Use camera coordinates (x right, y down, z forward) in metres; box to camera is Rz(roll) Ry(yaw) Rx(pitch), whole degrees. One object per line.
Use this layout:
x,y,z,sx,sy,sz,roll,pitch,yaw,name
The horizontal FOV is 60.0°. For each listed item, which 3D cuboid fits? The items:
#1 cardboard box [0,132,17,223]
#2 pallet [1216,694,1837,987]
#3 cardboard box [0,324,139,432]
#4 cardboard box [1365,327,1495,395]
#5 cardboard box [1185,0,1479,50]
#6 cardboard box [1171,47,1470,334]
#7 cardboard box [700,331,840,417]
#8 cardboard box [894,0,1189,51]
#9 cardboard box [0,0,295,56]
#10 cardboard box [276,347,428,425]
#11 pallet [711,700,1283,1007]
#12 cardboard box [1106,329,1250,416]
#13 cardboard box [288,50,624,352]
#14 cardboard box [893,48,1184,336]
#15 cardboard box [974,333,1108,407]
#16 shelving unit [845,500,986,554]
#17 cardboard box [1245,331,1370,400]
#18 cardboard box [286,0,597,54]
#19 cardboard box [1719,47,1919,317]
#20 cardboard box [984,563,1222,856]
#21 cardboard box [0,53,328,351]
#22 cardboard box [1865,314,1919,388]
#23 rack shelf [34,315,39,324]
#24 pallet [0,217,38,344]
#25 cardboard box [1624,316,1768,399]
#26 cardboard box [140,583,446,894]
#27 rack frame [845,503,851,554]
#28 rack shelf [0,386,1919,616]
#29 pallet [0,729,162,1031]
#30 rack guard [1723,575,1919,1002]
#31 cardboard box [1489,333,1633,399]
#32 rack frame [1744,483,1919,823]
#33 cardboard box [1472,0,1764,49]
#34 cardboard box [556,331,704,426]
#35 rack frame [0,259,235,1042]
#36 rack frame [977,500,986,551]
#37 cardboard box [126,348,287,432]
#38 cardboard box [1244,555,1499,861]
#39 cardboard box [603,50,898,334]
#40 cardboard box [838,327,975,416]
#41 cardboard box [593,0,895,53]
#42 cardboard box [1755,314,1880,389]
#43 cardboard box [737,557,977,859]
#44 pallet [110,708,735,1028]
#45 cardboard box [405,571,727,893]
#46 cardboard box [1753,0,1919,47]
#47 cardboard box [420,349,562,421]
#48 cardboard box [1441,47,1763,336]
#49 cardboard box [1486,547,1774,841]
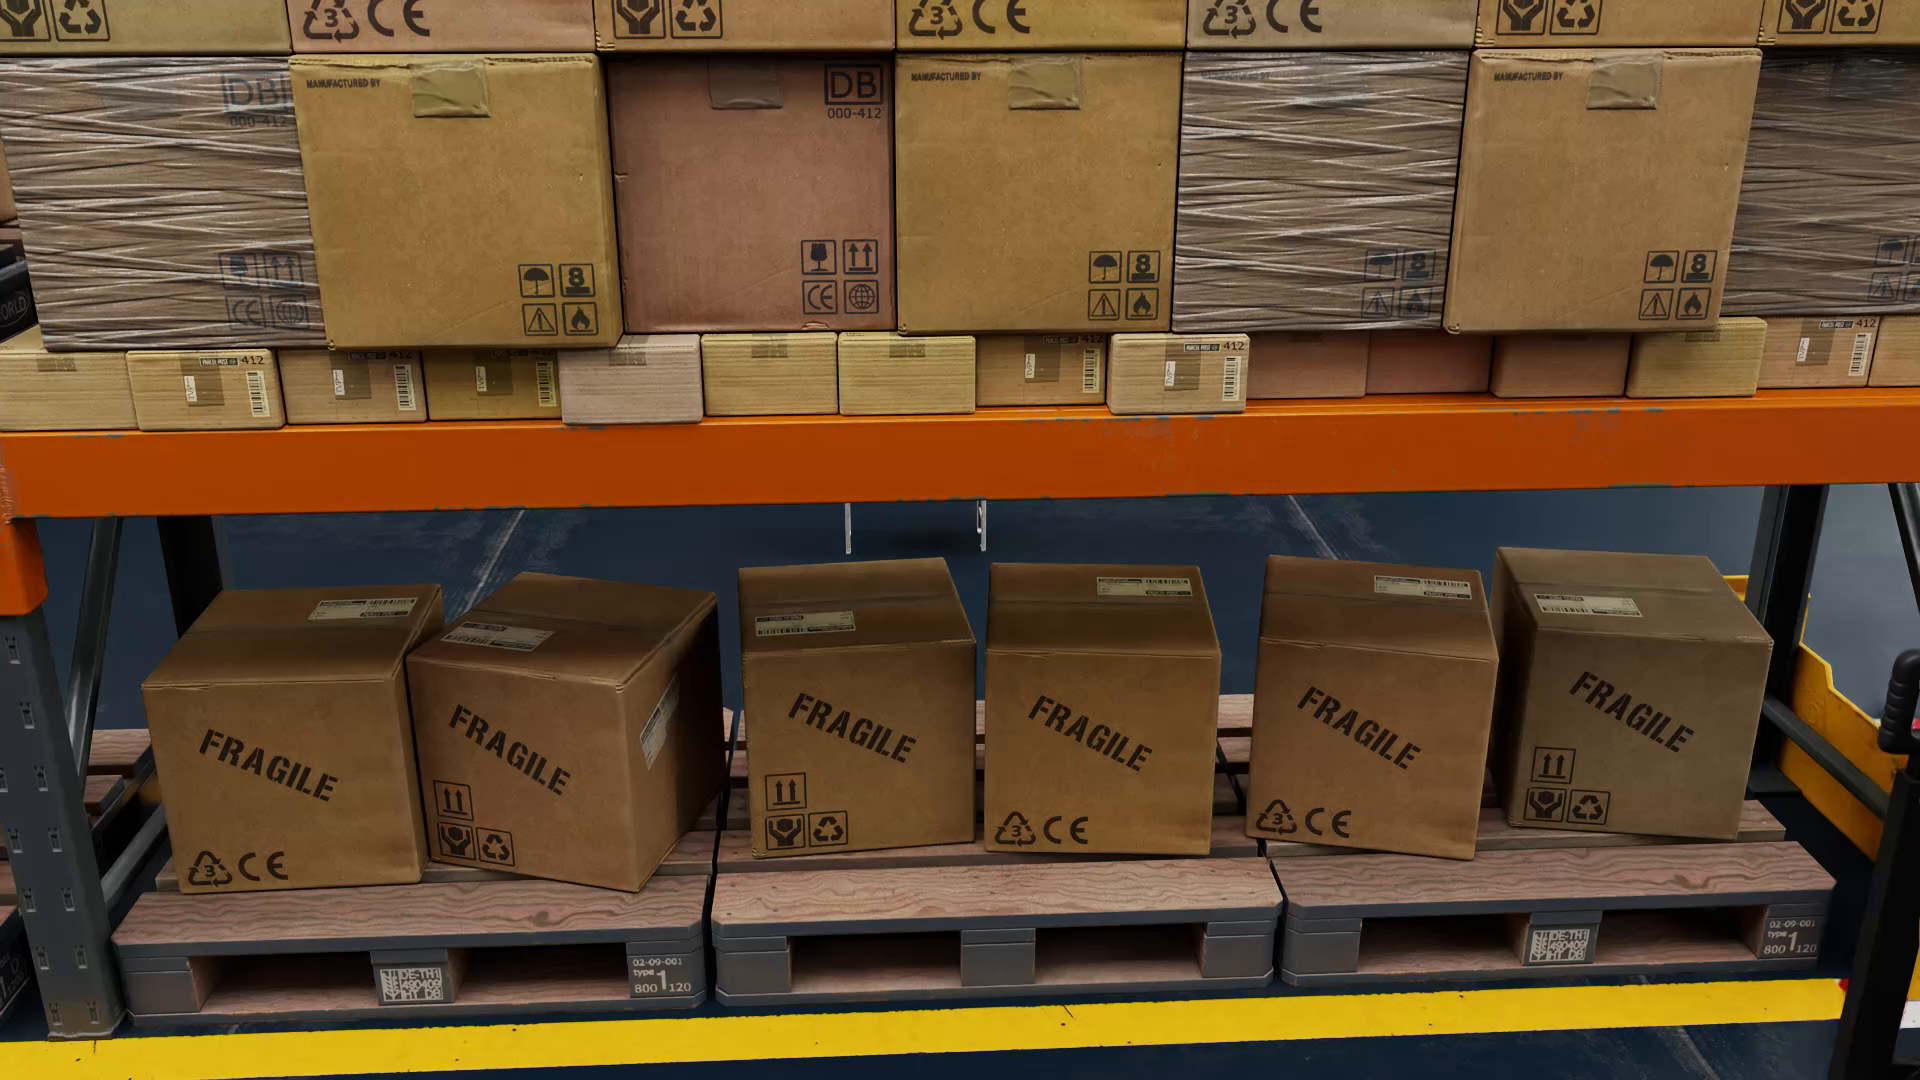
-2.637,-1.060,3.256,1.000,1.000,1.000,-1,21,-3,cardboard box
1.269,0.678,4.044,1.213,0.211,1.003,-1,21,-3,pallet
-1.604,-0.330,3.125,0.250,0.149,0.380,-1,21,-3,cardboard box
0.886,-0.416,3.352,0.250,0.149,0.380,-1,21,-3,cardboard box
0.625,-1.164,2.998,0.500,0.500,0.500,-1,21,-3,cardboard box
0.613,-0.768,3.363,0.500,0.500,0.875,-1,21,-3,cardboard box
-0.357,-0.364,3.214,0.250,0.149,0.380,-1,21,-3,cardboard box
0.125,-1.156,2.979,0.500,0.500,0.500,-1,21,-3,cardboard box
-1.372,-1.122,2.888,0.500,0.500,0.500,-1,21,-3,cardboard box
-1.106,-0.345,3.165,0.250,0.149,0.380,-1,21,-3,cardboard box
0.054,0.701,3.982,1.213,0.211,1.003,-1,21,-3,pallet
0.393,-0.367,3.222,0.250,0.149,0.380,-1,21,-3,cardboard box
-0.882,-0.720,3.239,0.500,0.500,0.875,-1,21,-3,cardboard box
0.113,-0.762,3.348,0.500,0.500,0.875,-1,21,-3,cardboard box
0.140,-0.386,3.273,0.250,0.149,0.380,-1,21,-3,cardboard box
-0.165,-0.557,5.899,0.503,1.200,0.258,-1,21,-3,shelving unit
0.638,-0.403,3.318,0.250,0.149,0.380,-1,21,-3,cardboard box
-0.873,-1.132,2.916,0.500,0.500,0.500,-1,21,-3,cardboard box
1.607,-0.815,3.488,0.500,0.500,0.875,-1,21,-3,cardboard box
0.312,0.378,3.835,0.500,0.500,0.500,1,21,2,cardboard box
-1.383,-0.723,3.245,0.500,0.500,0.875,-1,21,-3,cardboard box
1.885,-0.435,3.400,0.250,0.149,0.380,-1,21,-3,cardboard box
-3.832,-0.173,3.371,4.000,0.370,1.077,-1,21,-3,rack shelf
-2.607,-0.496,3.478,1.213,0.211,1.003,-1,21,-3,pallet
1.389,-0.406,3.325,0.250,0.149,0.380,-1,21,-3,cardboard box
-1.434,0.428,3.703,0.500,0.500,0.500,-2,21,-5,cardboard box
-0.409,-0.552,5.886,0.015,1.200,0.240,-1,21,-3,rack frame
0.161,-0.254,3.584,4.000,0.370,1.077,-1,21,-3,rack shelf
-2.613,0.770,3.803,1.213,0.211,1.003,-1,21,-3,pallet
2.082,0.539,4.003,0.348,0.500,1.175,-1,21,-3,rack guard
1.138,-0.407,3.327,0.250,0.149,0.380,-1,21,-3,cardboard box
2.158,-0.631,3.563,0.127,3.000,1.000,-1,21,-3,rack frame
1.124,-1.173,3.022,0.500,0.500,0.500,-1,21,-3,cardboard box
-0.605,-0.344,3.162,0.250,0.149,0.380,-1,21,-3,cardboard box
-1.836,-0.550,3.349,0.127,3.000,1.000,-1,21,-3,rack frame
0.078,-0.562,5.912,0.015,1.200,0.240,-1,21,-3,rack frame
-1.354,-0.330,3.126,0.250,0.149,0.380,-1,21,-3,cardboard box
0.939,0.372,3.851,0.500,0.500,0.500,4,21,11,cardboard box
-0.388,-0.766,3.359,0.500,0.500,0.875,-1,21,-3,cardboard box
-0.107,-0.365,3.217,0.250,0.149,0.380,-1,21,-3,cardboard box
-0.374,-1.142,2.942,0.500,0.500,0.500,-1,21,-3,cardboard box
1.635,-0.430,3.387,0.250,0.149,0.380,-1,21,-3,cardboard box
-0.247,0.373,3.847,0.500,0.500,0.500,-3,21,-8,cardboard box
-1.167,0.727,3.914,1.213,0.211,1.003,-1,21,-3,pallet
-0.863,0.414,3.741,0.500,0.500,0.500,5,22,14,cardboard box
1.623,-1.185,3.054,0.500,0.500,0.500,-1,21,-3,cardboard box
-0.856,-0.354,3.187,0.250,0.149,0.380,-1,21,-3,cardboard box
1.115,-0.763,3.350,0.500,0.500,0.875,-1,21,-3,cardboard box
1.533,0.348,3.915,0.500,0.500,0.500,3,21,7,cardboard box
